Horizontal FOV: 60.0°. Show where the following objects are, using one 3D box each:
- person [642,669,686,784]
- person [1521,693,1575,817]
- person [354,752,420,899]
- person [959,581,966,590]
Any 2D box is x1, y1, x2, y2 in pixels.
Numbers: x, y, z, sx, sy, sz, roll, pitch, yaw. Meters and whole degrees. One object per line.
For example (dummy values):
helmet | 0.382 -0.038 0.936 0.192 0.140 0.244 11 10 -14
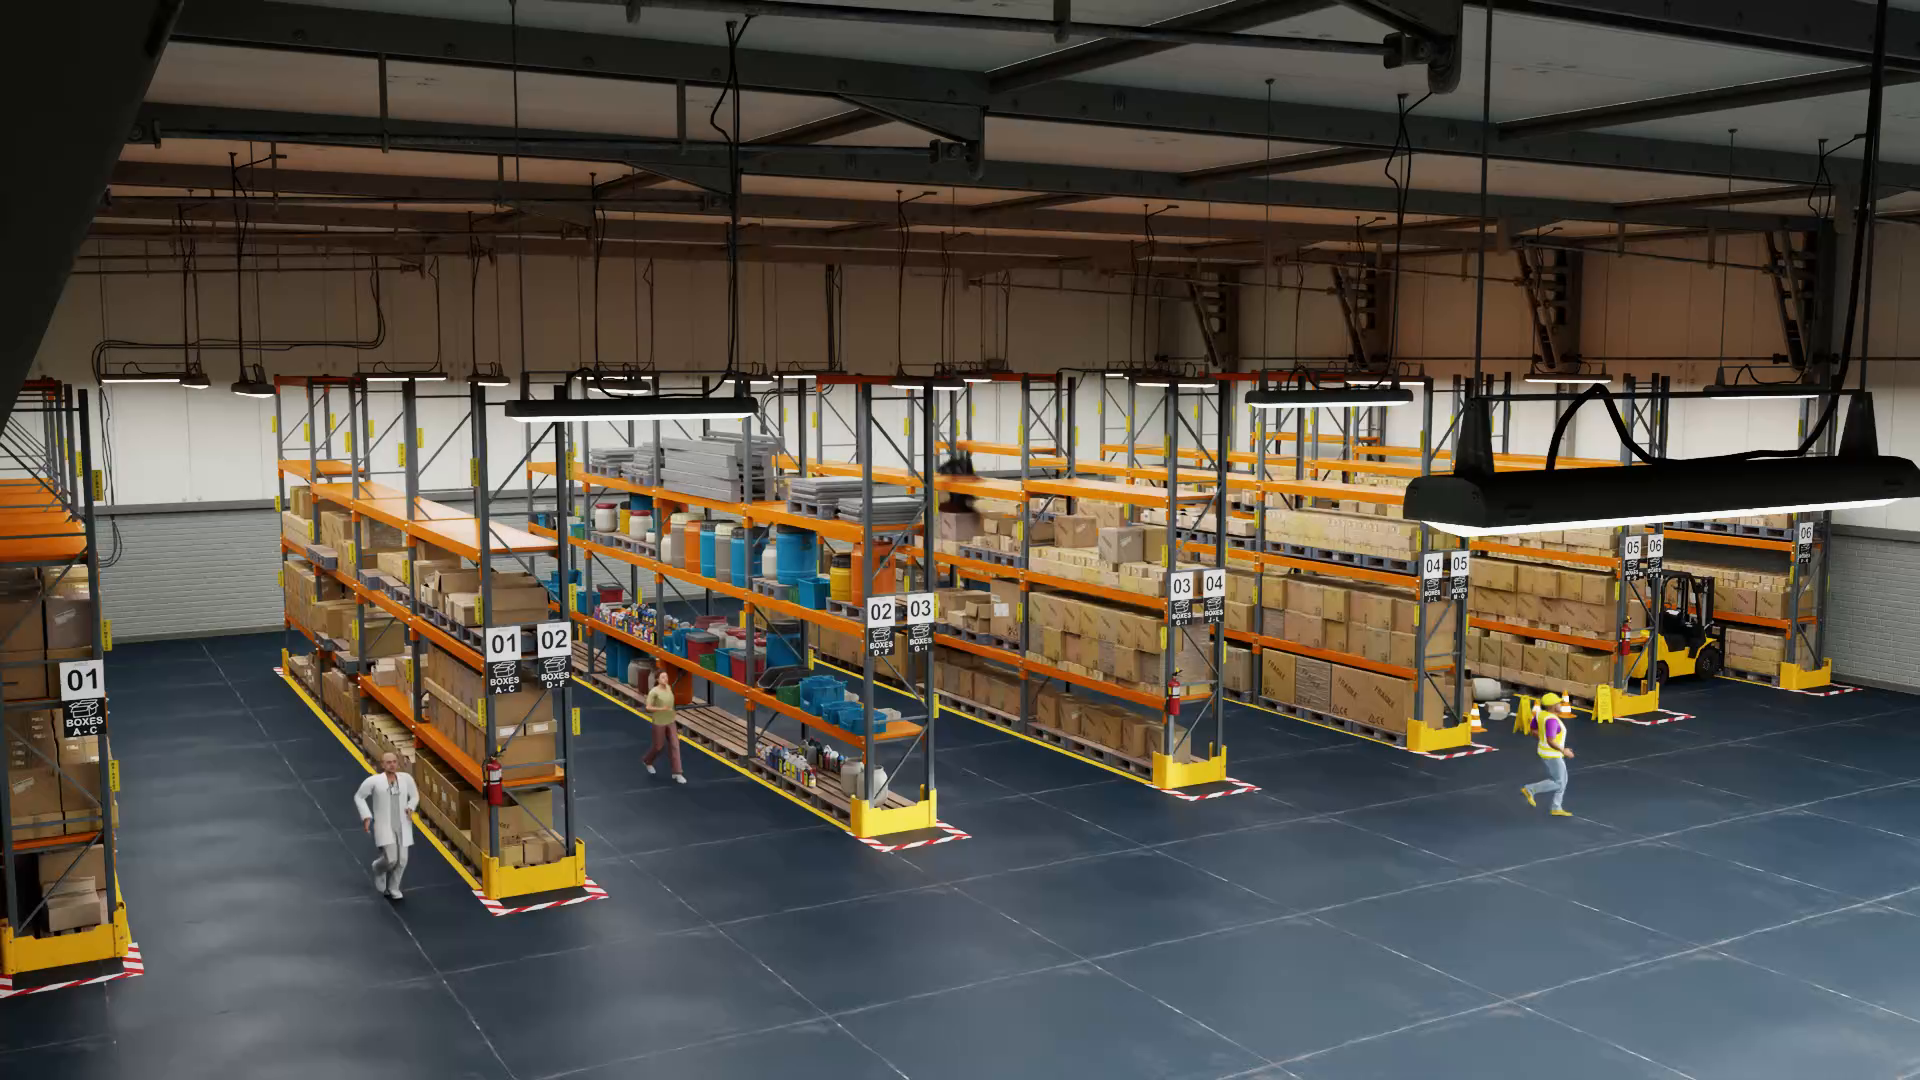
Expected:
person | -4.445 2.758 24.871 0.951 1.673 0.574 6 9 44
person | 8.128 2.970 23.001 0.739 1.739 0.707 0 6 3
person | -6.628 3.348 19.418 0.704 1.732 0.628 -5 8 -38
person | 0.004 1.702 34.524 0.664 1.737 0.602 -5 8 -38
